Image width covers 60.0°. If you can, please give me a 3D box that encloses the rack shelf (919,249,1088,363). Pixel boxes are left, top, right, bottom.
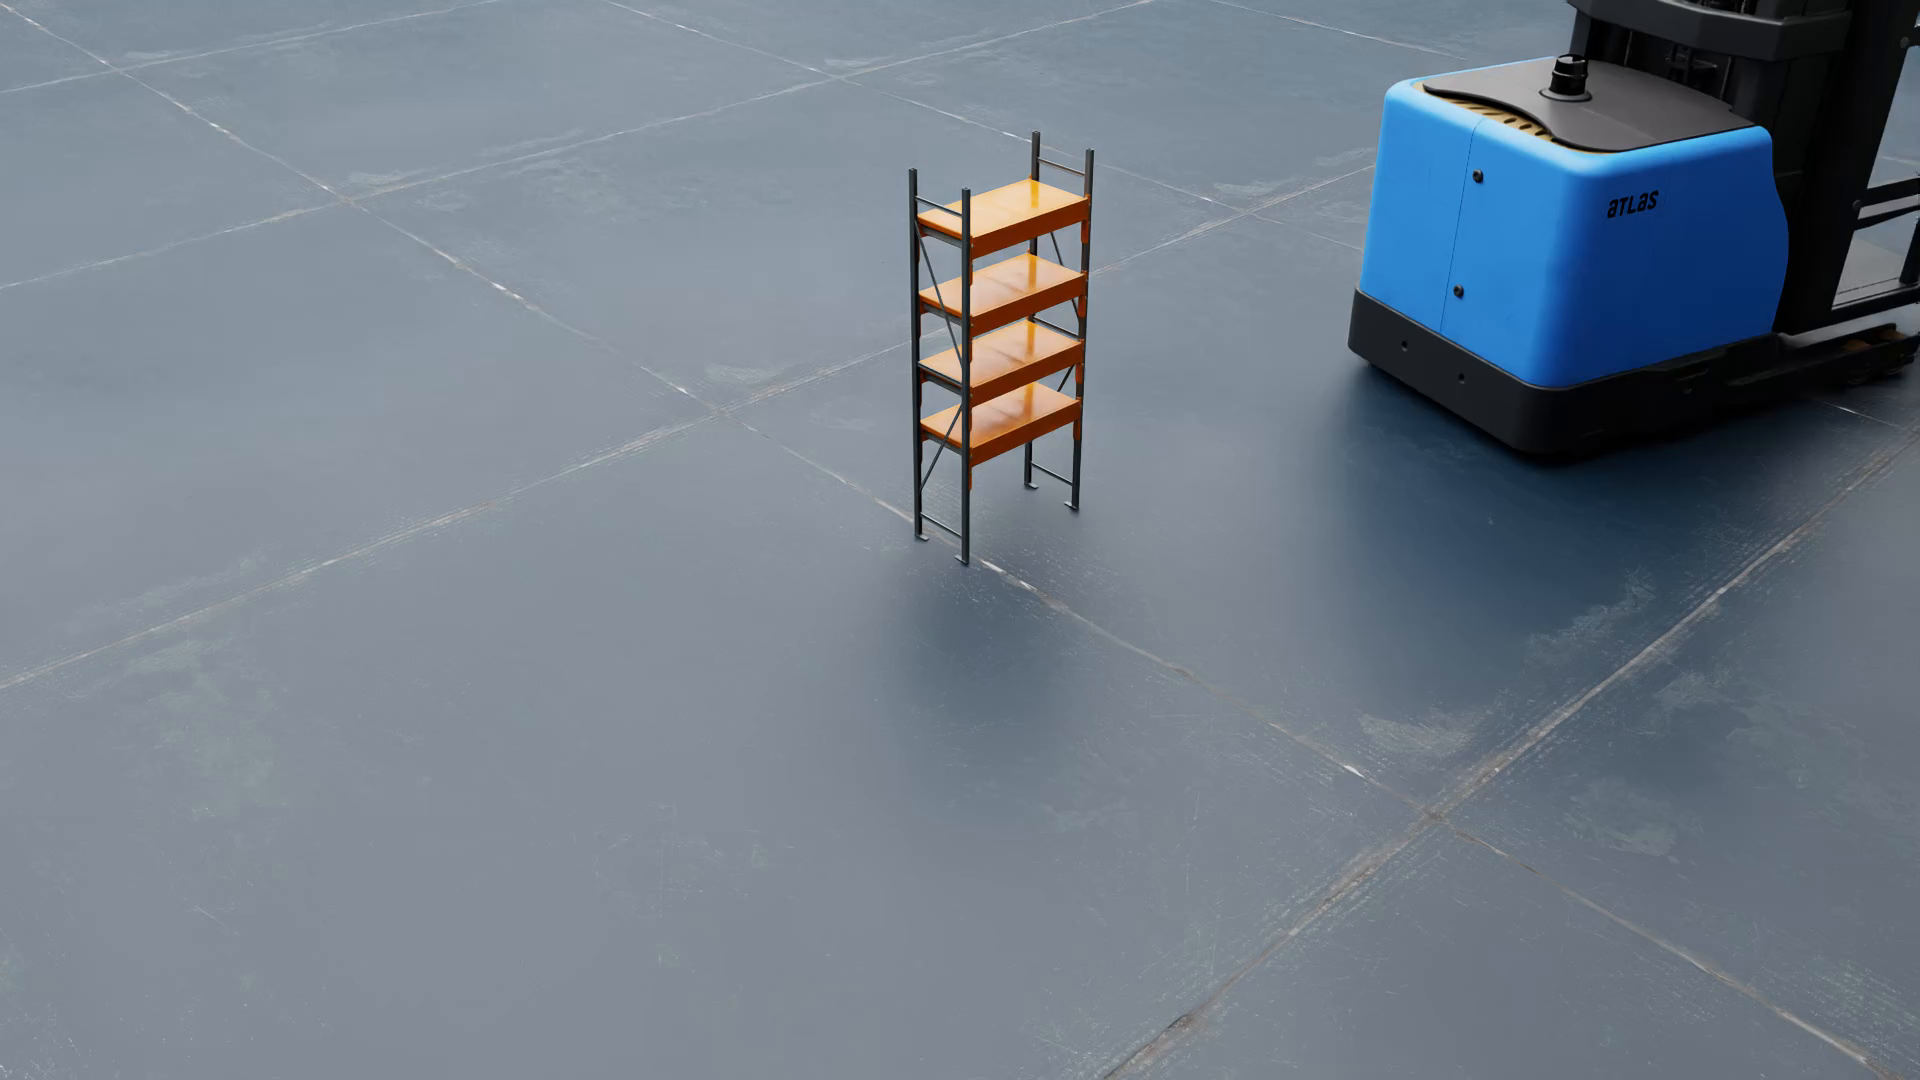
[{"bbox_3d":[0.121,-0.704,4.951,0.480,0.148,0.258,-26,40,-35],"label":"rack shelf"}]

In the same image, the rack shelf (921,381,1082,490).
[{"bbox_3d":[0.121,-0.344,5.172,0.480,0.148,0.258,-26,40,-35],"label":"rack shelf"}]

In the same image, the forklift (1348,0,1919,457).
[{"bbox_3d":[3.024,-2.058,5.806,3.031,2.935,1.130,-15,34,-23],"label":"forklift"}]

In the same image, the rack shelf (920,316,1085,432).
[{"bbox_3d":[0.121,-0.513,5.068,0.480,0.148,0.258,-26,40,-35],"label":"rack shelf"}]

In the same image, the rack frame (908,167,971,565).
[{"bbox_3d":[-0.058,-0.484,4.891,0.015,1.200,0.240,-26,40,-35],"label":"rack frame"}]

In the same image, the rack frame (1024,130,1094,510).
[{"bbox_3d":[0.300,-0.657,5.175,0.015,1.200,0.240,-26,40,-35],"label":"rack frame"}]

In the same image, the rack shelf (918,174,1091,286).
[{"bbox_3d":[0.121,-0.906,4.828,0.480,0.148,0.258,-26,40,-35],"label":"rack shelf"}]

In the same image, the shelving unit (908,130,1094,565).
[{"bbox_3d":[0.121,-0.571,5.033,0.503,1.200,0.258,-26,40,-35],"label":"shelving unit"}]
